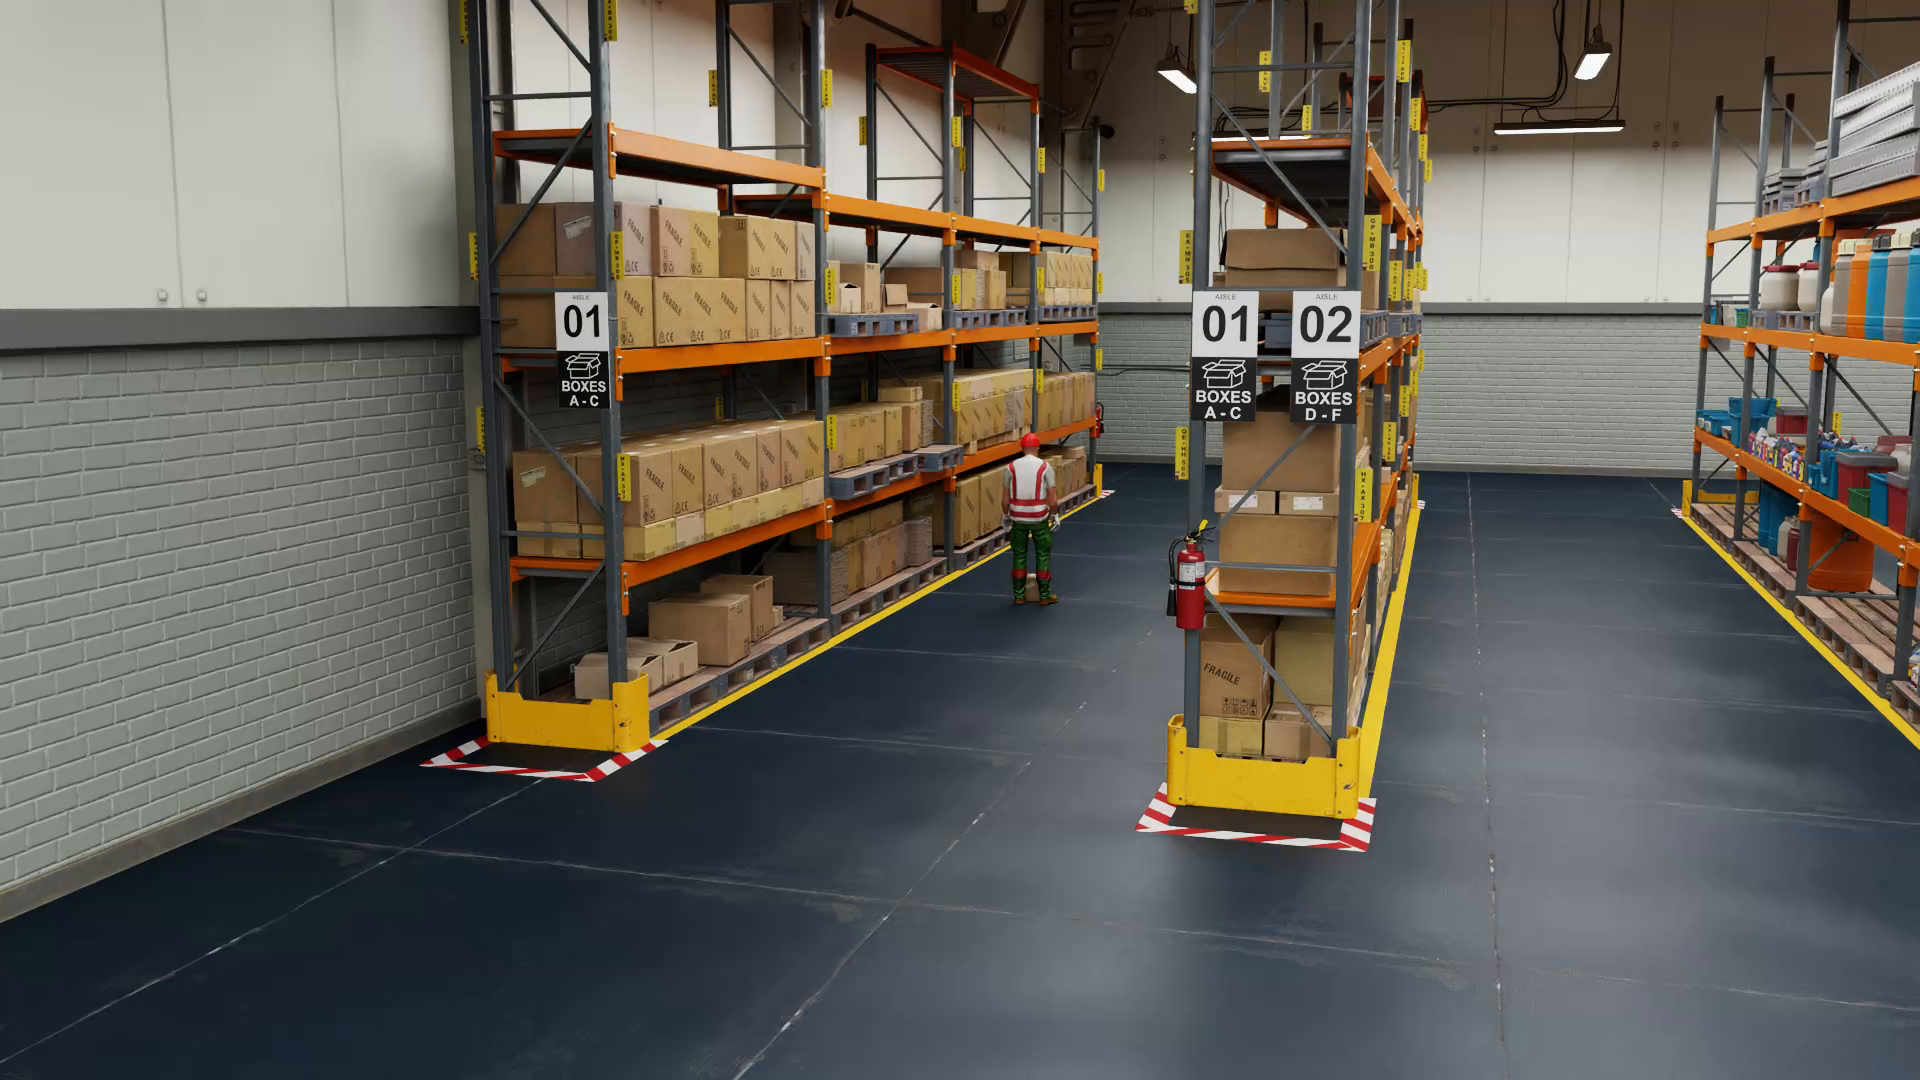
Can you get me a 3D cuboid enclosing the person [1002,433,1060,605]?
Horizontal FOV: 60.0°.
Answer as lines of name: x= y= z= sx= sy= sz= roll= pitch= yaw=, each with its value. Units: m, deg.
person: x=0.736 y=-0.223 z=17.322 sx=0.618 sy=1.779 sz=0.455 roll=2 pitch=9 yaw=15
